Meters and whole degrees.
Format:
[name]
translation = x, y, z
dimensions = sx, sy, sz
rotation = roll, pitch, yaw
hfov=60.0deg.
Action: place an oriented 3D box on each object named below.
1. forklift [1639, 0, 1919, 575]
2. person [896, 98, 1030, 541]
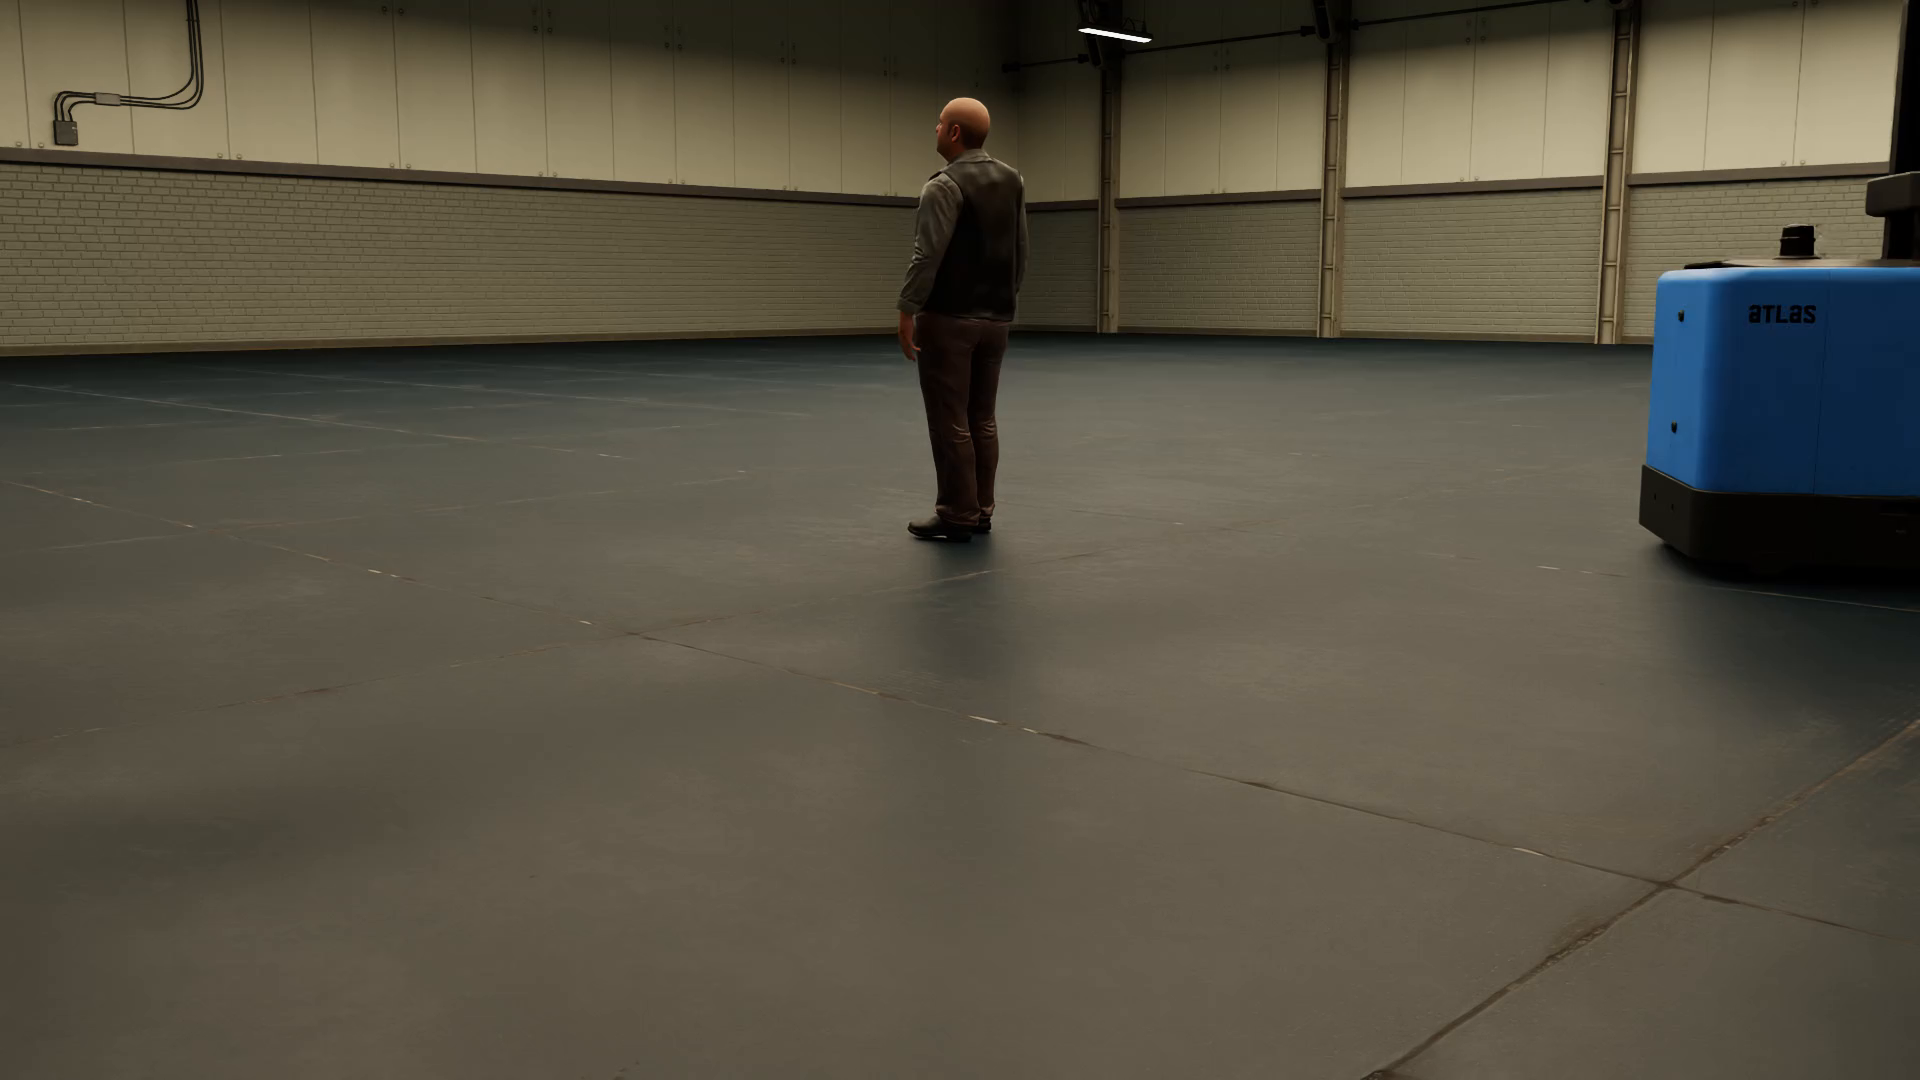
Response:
[forklift]
translation = 4.126, -1.338, 5.758
dimensions = 3.031, 2.935, 1.130
rotation = 2, 9, 11
[person]
translation = -0.040, -0.866, 6.636
dimensions = 0.566, 1.722, 0.633
rotation = 8, 12, 43
